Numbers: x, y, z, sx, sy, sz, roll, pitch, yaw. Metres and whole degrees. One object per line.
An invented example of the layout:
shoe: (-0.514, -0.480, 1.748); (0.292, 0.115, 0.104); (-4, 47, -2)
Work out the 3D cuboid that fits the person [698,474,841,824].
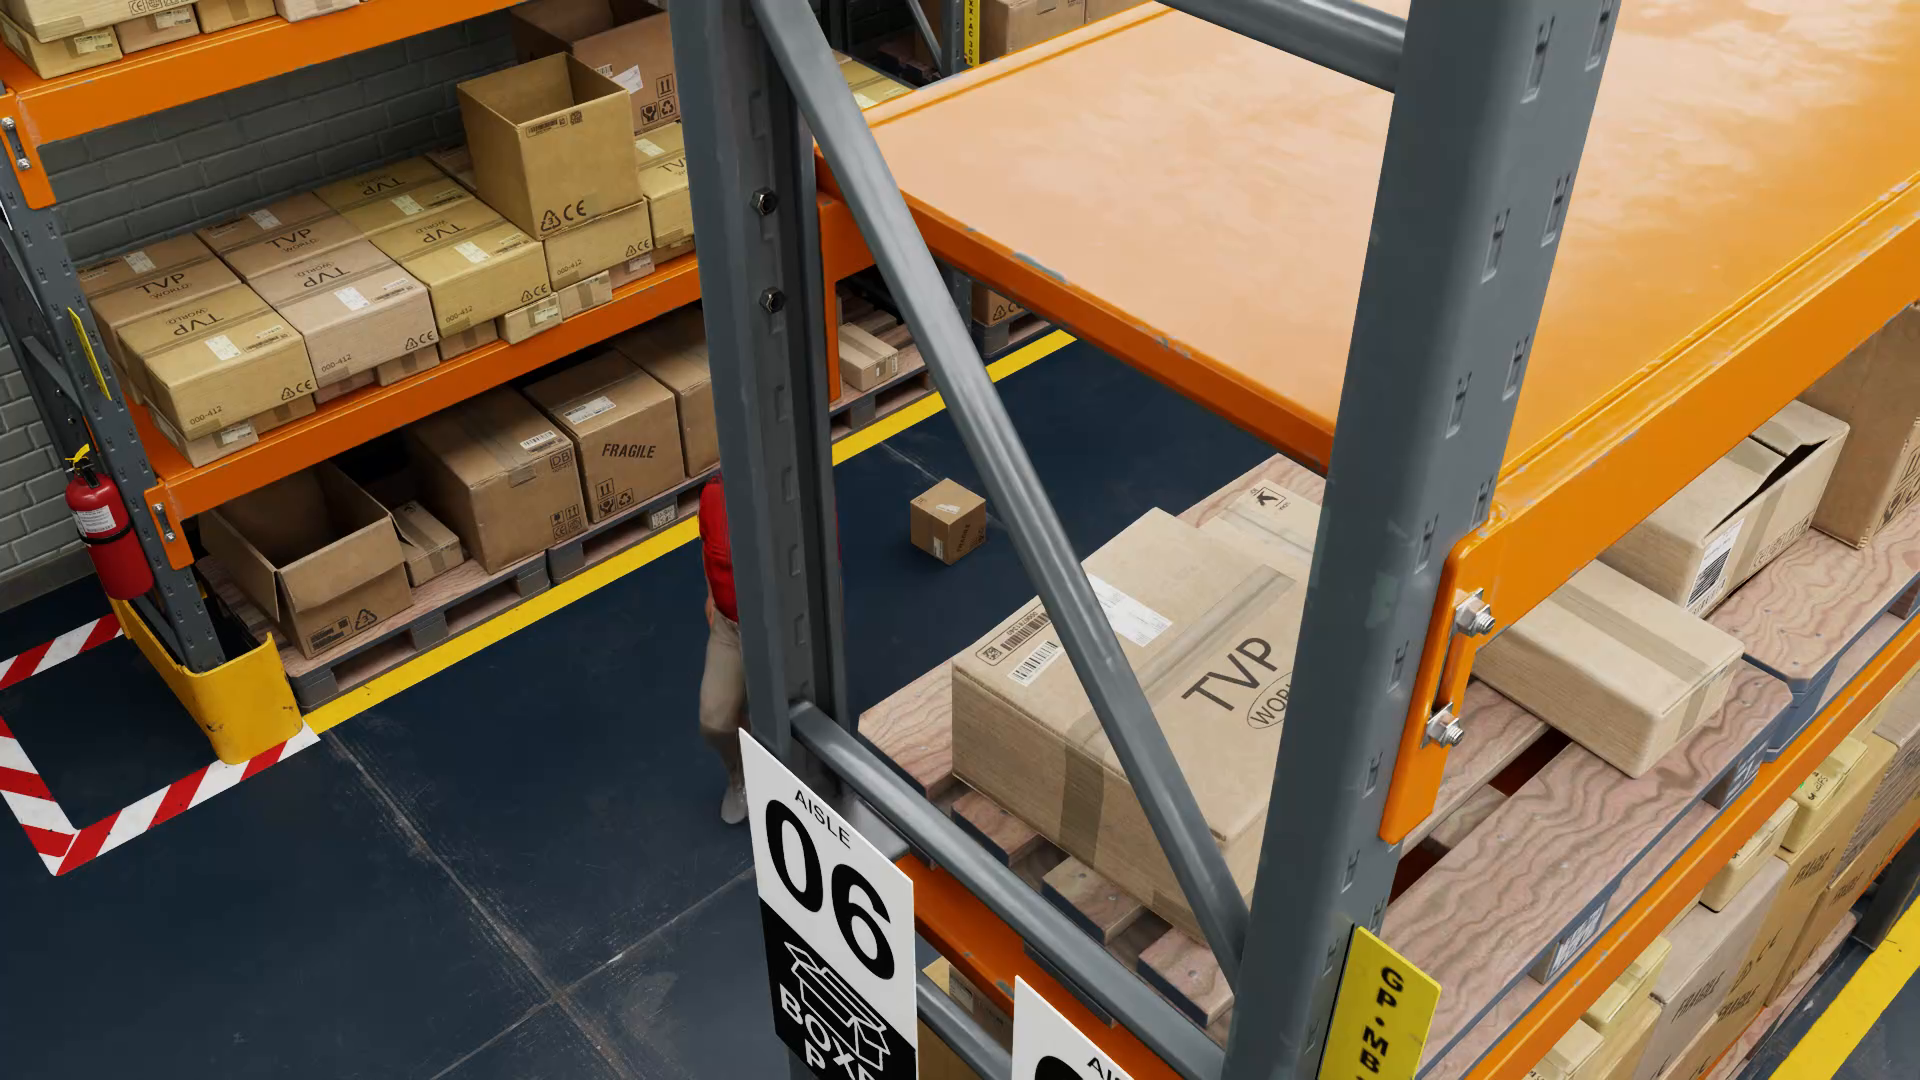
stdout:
person: (-0.704, 0.351, 6.095); (0.583, 1.800, 0.530); (9, 40, 10)
